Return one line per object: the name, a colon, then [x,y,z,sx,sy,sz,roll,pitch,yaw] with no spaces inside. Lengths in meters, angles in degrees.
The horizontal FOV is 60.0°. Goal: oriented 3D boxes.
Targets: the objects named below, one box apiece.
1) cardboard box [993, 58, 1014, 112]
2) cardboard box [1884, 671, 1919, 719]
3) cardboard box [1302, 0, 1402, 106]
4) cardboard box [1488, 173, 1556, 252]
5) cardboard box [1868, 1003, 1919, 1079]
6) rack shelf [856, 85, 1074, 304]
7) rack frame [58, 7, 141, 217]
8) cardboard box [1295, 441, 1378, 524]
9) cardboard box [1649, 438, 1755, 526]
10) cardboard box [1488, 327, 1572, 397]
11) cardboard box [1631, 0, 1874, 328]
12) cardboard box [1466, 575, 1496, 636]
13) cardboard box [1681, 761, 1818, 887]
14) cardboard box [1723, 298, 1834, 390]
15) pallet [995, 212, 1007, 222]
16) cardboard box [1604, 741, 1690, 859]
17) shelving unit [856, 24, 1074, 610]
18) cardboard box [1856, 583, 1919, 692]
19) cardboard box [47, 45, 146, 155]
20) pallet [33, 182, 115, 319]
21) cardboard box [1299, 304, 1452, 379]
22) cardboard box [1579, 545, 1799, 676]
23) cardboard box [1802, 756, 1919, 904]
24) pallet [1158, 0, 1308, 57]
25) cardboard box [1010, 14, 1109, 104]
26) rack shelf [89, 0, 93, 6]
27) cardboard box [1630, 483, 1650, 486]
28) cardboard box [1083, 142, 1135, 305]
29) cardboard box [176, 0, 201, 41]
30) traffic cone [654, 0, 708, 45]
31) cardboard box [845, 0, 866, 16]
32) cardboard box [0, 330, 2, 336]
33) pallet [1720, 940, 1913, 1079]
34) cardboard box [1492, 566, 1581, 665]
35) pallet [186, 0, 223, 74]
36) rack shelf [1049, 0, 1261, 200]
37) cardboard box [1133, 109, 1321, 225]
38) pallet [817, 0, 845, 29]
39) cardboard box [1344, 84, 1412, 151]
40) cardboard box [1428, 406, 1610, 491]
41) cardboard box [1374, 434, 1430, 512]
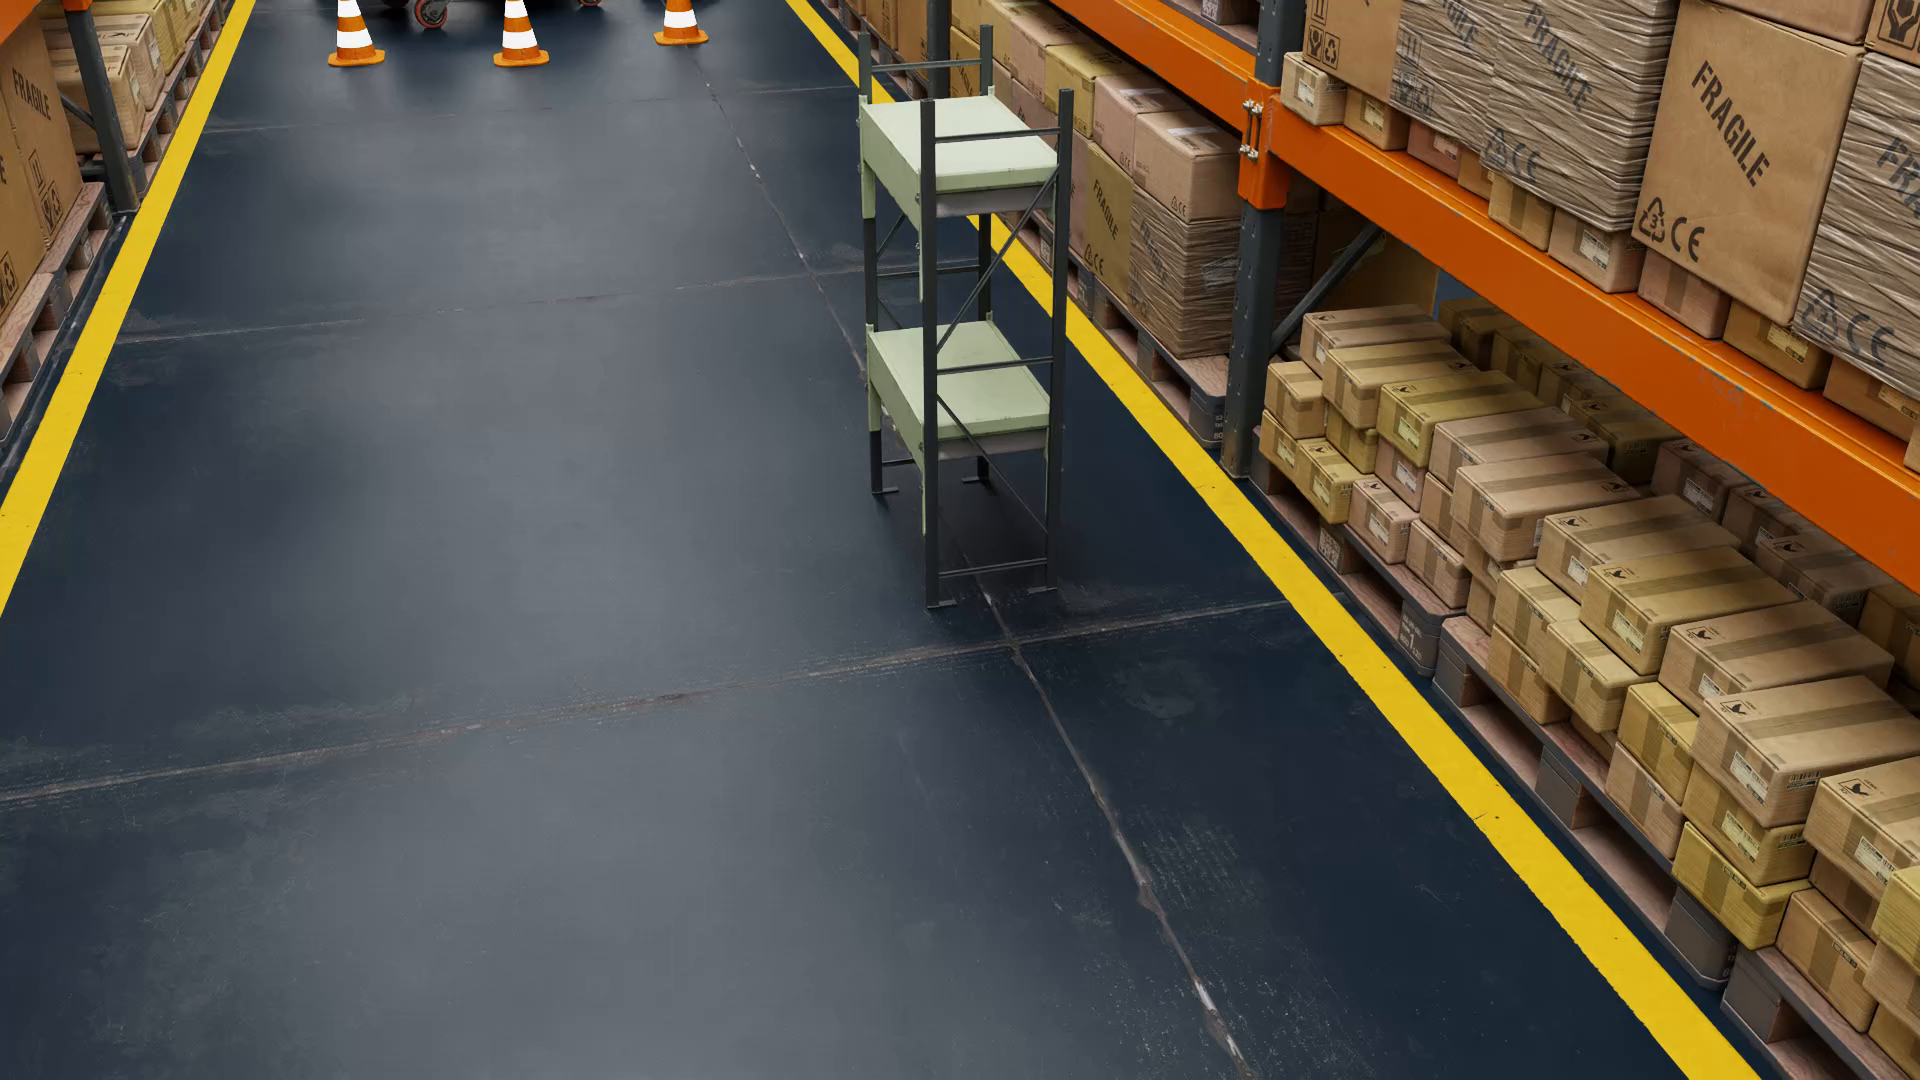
cardboard box: [0.402,-2.003,7.792,0.500,0.500,0.500,-7,31,-13]
cardboard box: [2.149,0.354,3.774,0.380,0.149,0.250,-6,31,-11]
cardboard box: [1.273,-1.488,4.430,0.500,0.500,0.500,-8,31,-14]
cardboard box: [1.476,-0.801,3.890,0.380,0.149,0.250,-7,31,-12]
cardboard box: [1.953,0.919,3.095,0.380,0.149,0.250,-8,31,-14]
rack shelf: [-0.002,-0.990,4.684,0.431,0.370,0.720,-8,31,-13]
rack frame: [-4.423,-2.814,7.117,1.000,3.000,0.127,-8,31,-13]
cardboard box: [1.242,-0.190,5.010,0.380,0.149,0.250,-7,31,-12]
cardboard box: [2.064,-0.165,4.374,0.380,0.149,0.250,-9,31,-16]
cardboard box: [1.836,-0.539,5.020,0.380,0.149,0.250,-7,31,-13]
cardboard box: [1.681,-0.747,3.150,0.500,0.500,0.500,-6,31,-11]
cardboard box: [1.579,0.165,4.398,0.380,0.149,0.250,-9,31,-15]
cardboard box: [1.742,0.550,3.435,0.380,0.149,0.250,-7,31,-13]
cardboard box: [1.744,-0.428,3.246,0.380,0.149,0.250,-7,31,-12]
pallet: [0.529,-1.936,8.385,1.003,0.211,1.213,-8,31,-13]
cardboard box: [1.693,0.552,3.729,0.380,0.149,0.250,-7,31,-12]
shelving unit: [-0.002,-0.652,4.880,0.431,1.500,0.755,-8,31,-13]
cardboard box: [2.267,0.206,3.732,0.380,0.149,0.250,-7,31,-13]
cardboard box: [-4.563,-2.133,8.144,0.950,0.372,0.625,-10,32,-17]
pallet: [-4.286,-1.216,7.140,1.003,0.211,1.213,-8,31,-13]
cardboard box: [1.276,-0.600,5.126,0.380,0.149,0.250,-7,31,-11]
cardboard box: [1.667,0.158,3.816,0.380,0.149,0.250,-8,31,-13]
cardboard box: [1.851,0.545,3.147,0.380,0.149,0.250,-9,31,-15]
pallet: [1.322,-1.894,5.720,1.003,0.211,1.213,-8,31,-13]
cardboard box: [0.526,-2.094,7.202,0.500,0.250,0.500,-8,31,-13]
rack shelf: [-4.953,-3.468,8.966,1.077,0.370,4.000,-8,31,-13]
cardboard box: [1.919,-0.165,4.671,0.380,0.149,0.250,-8,31,-13]
cardboard box: [0.810,-1.261,6.510,0.500,0.500,0.500,-9,31,-14]
cardboard box: [-5.149,-3.190,9.972,0.950,0.372,0.625,-6,31,-10]
traffic cone: [-1.839,-3.506,10.846,0.336,0.463,0.334,-8,31,-13]
cardboard box: [-0.235,-3.907,10.832,1.050,0.750,0.750,-8,31,-13]
cardboard box: [-3.850,-0.868,5.457,0.875,0.875,0.875,-7,31,-12]
pallet: [2.245,1.116,3.111,1.003,0.211,1.213,-8,31,-13]
cardboard box: [1.551,0.172,4.088,0.380,0.149,0.250,-8,31,-14]
pallet: [-5.276,-3.163,10.504,1.003,0.211,1.213,-8,31,-13]
rack shelf: [0.854,-2.244,6.850,1.077,0.370,4.000,-8,31,-13]
cardboard box: [0.943,-1.339,5.897,0.500,0.250,0.500,-9,31,-15]
pallet: [-0.461,-3.883,11.748,1.003,0.211,1.213,-8,31,-13]
cardboard box: [1.285,-1.185,4.554,0.380,0.149,0.250,-7,31,-12]
cardboard box: [1.498,-0.221,4.470,0.380,0.149,0.250,-9,31,-15]
cardboard box: [1.426,-0.225,4.774,0.380,0.149,0.250,-8,31,-14]
